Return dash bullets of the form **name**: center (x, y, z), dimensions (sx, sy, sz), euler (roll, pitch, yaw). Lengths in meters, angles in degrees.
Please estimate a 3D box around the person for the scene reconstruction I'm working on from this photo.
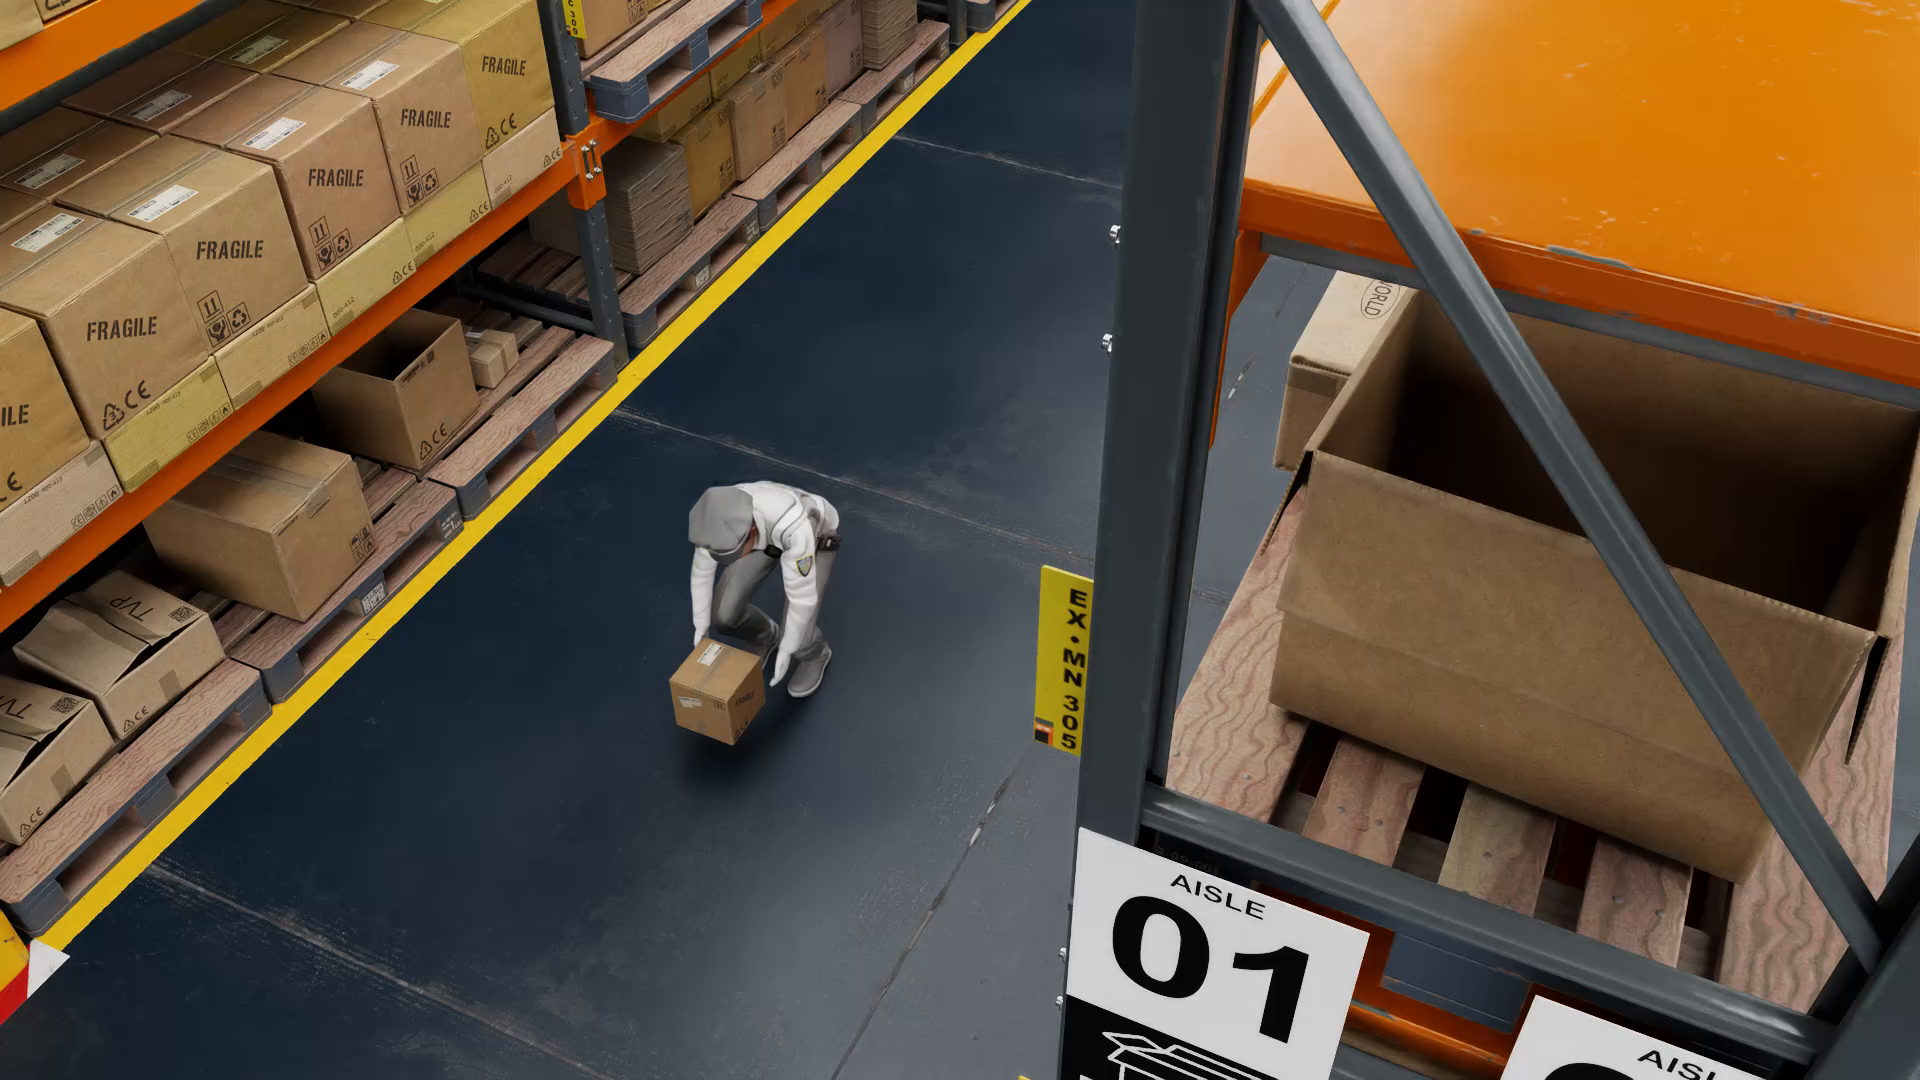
- **person**: center (-0.724, 0.145, 6.359), dimensions (0.524, 1.188, 0.789), euler (17, 45, 18)
